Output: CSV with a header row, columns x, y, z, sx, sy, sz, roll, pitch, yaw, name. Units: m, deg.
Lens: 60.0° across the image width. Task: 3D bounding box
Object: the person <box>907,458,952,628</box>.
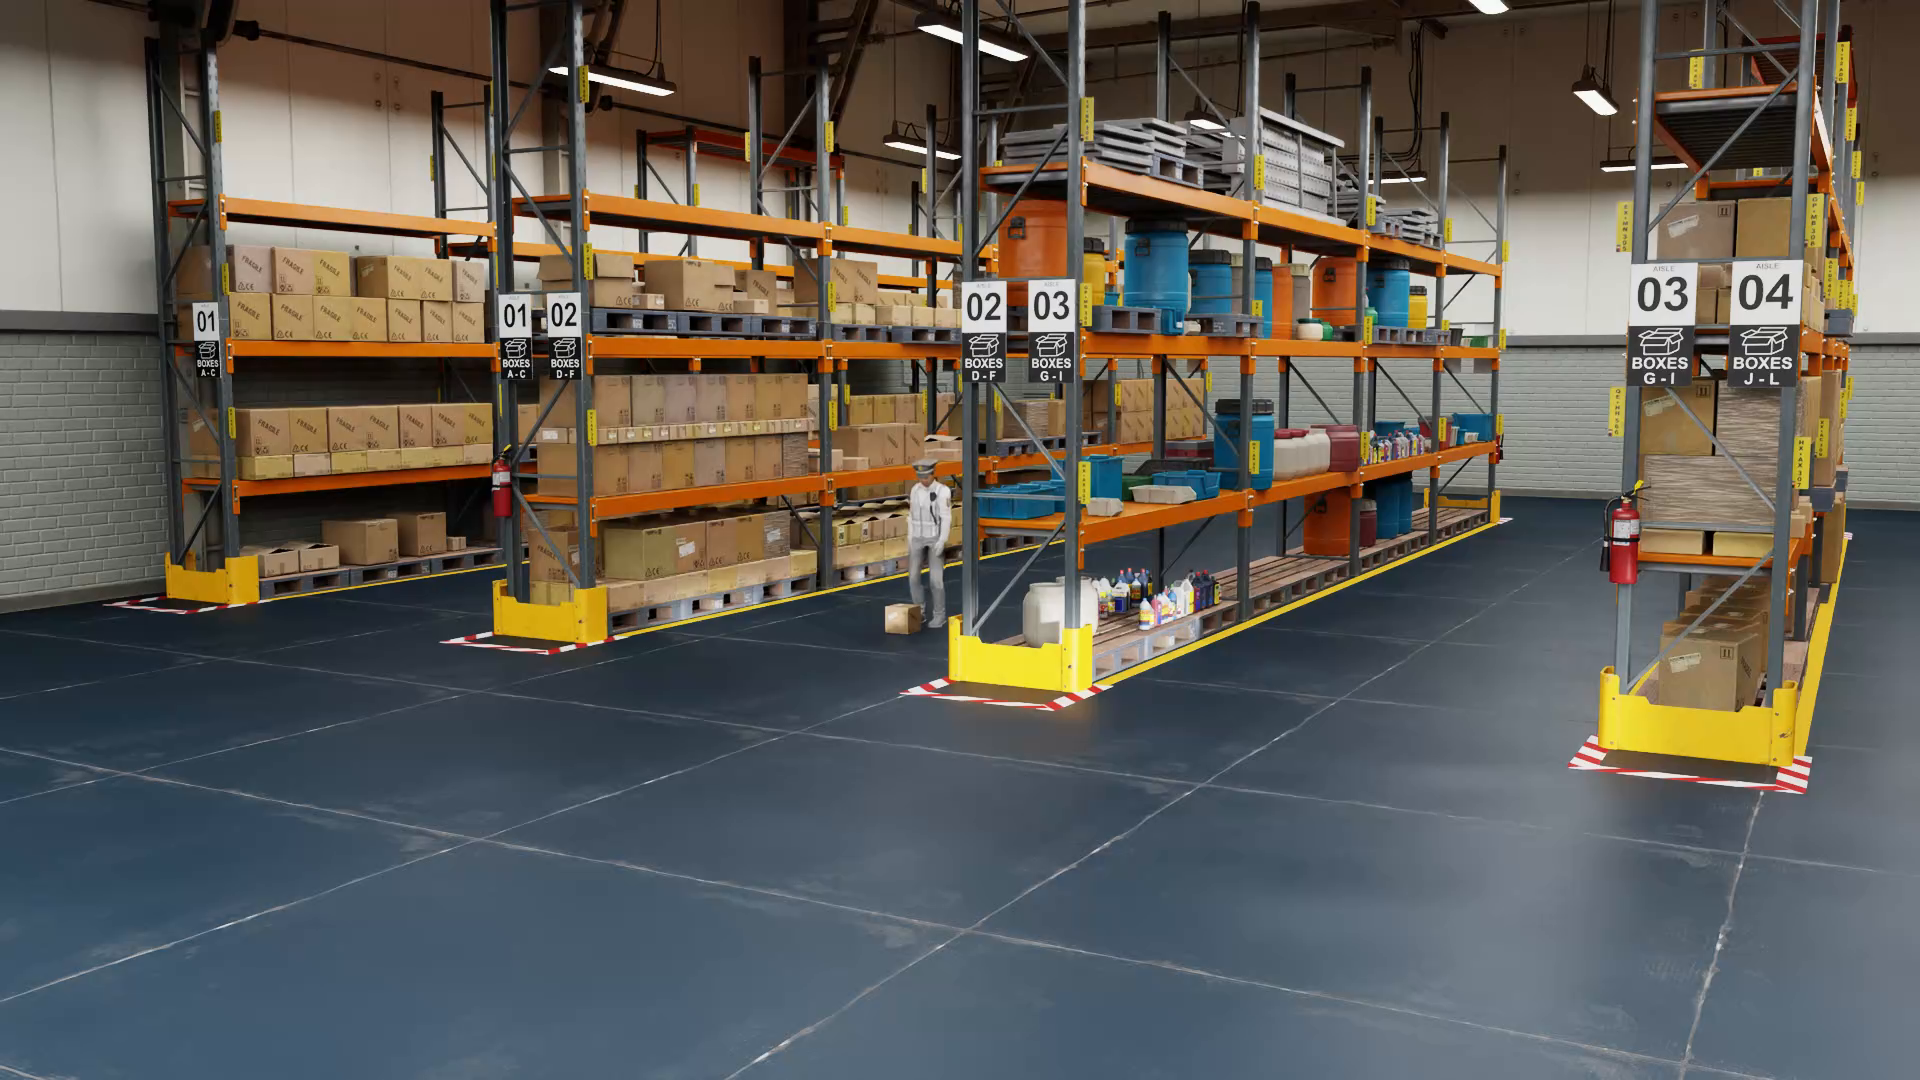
x,y,z,sx,sy,sz,roll,pitch,yaw,name
-0.305,0.024,16.250,0.485,1.651,0.381,3,7,30,person
